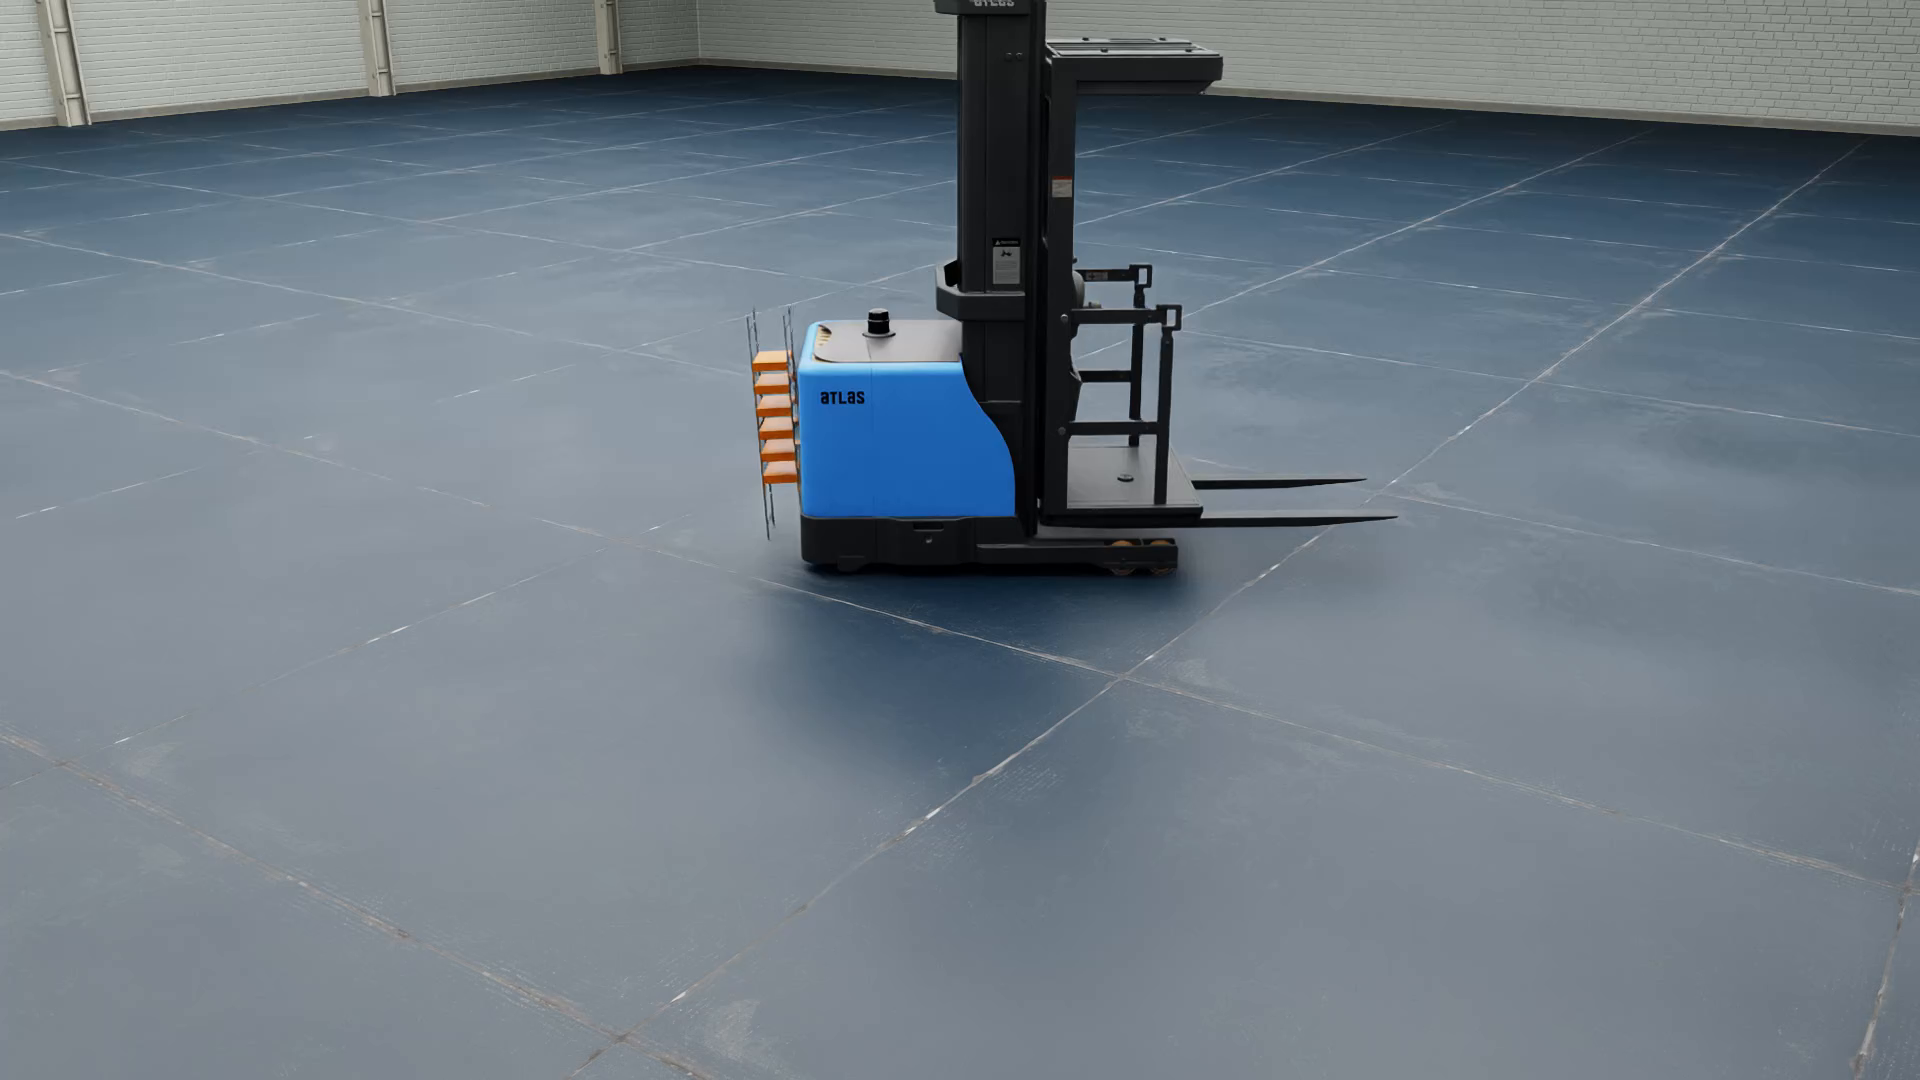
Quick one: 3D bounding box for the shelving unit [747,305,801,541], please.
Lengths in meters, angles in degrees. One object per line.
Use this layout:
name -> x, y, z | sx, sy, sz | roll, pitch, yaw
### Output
shelving unit -> -0.944, -0.603, 8.653 | 0.189, 1.200, 0.258 | -2, 20, 2

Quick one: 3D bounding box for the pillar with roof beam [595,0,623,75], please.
pillar with roof beam -> -4.047, -13.556, 32.441 | 9.100, 9.000, 0.400 | 13, 24, 32

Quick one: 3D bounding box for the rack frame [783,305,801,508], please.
rack frame -> -0.852, -0.607, 8.650 | 0.006, 1.200, 0.240 | -2, 20, 2

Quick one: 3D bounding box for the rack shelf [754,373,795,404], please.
rack shelf -> -0.953, -0.786, 8.586 | 0.180, 0.103, 0.258 | -2, 20, 2

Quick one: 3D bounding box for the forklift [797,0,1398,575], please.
forklift -> 0.706, -1.385, 8.285 | 3.031, 2.935, 1.130 | -1, 20, -2

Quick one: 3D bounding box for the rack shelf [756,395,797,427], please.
rack shelf -> -0.947, -0.674, 8.627 | 0.180, 0.103, 0.258 | -2, 20, 2

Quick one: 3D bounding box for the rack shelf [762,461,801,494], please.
rack shelf -> -0.930, -0.337, 8.752 | 0.180, 0.103, 0.258 | -2, 20, 2

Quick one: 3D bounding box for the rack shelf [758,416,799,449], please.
rack shelf -> -0.941, -0.561, 8.669 | 0.180, 0.103, 0.258 | -2, 20, 2

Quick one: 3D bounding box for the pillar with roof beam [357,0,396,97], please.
pillar with roof beam -> -7.420, -11.834, 27.787 | 9.100, 9.000, 0.400 | 13, 24, 32

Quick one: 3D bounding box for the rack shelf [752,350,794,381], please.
rack shelf -> -0.959, -0.899, 8.544 | 0.180, 0.103, 0.258 | -2, 20, 2

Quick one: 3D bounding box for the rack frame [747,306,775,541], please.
rack frame -> -1.035, -0.600, 8.657 | 0.006, 1.200, 0.240 | -2, 20, 2

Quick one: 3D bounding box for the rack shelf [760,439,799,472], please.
rack shelf -> -0.935, -0.449, 8.710 | 0.180, 0.103, 0.258 | -2, 20, 2

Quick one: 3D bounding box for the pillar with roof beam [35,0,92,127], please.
pillar with roof beam -> -10.792, -10.113, 23.133 | 9.100, 9.000, 0.400 | 13, 24, 32
